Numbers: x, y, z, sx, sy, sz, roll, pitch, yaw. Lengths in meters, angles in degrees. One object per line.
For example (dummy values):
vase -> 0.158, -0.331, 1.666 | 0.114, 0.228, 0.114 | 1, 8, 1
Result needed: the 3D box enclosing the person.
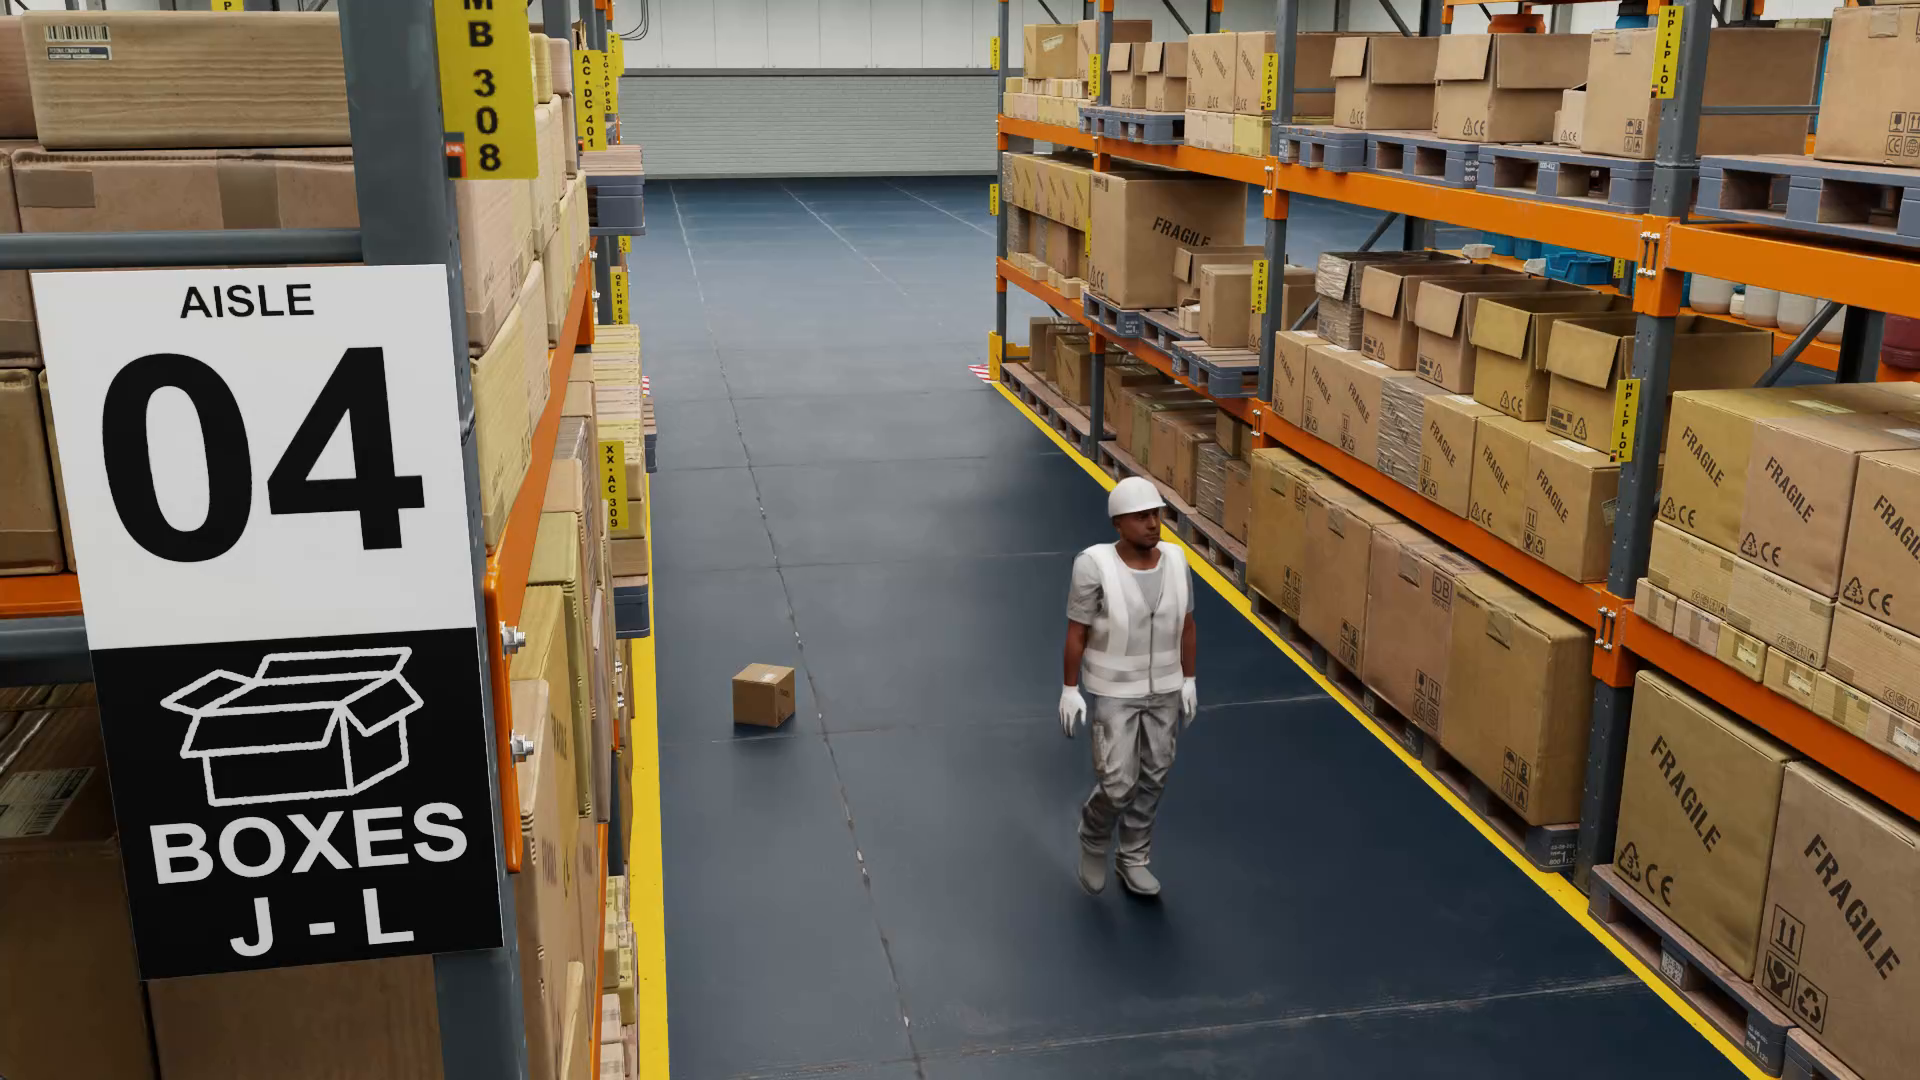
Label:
person -> 0.707, 0.623, 6.761 | 0.596, 1.788, 0.448 | -7, 17, -22
